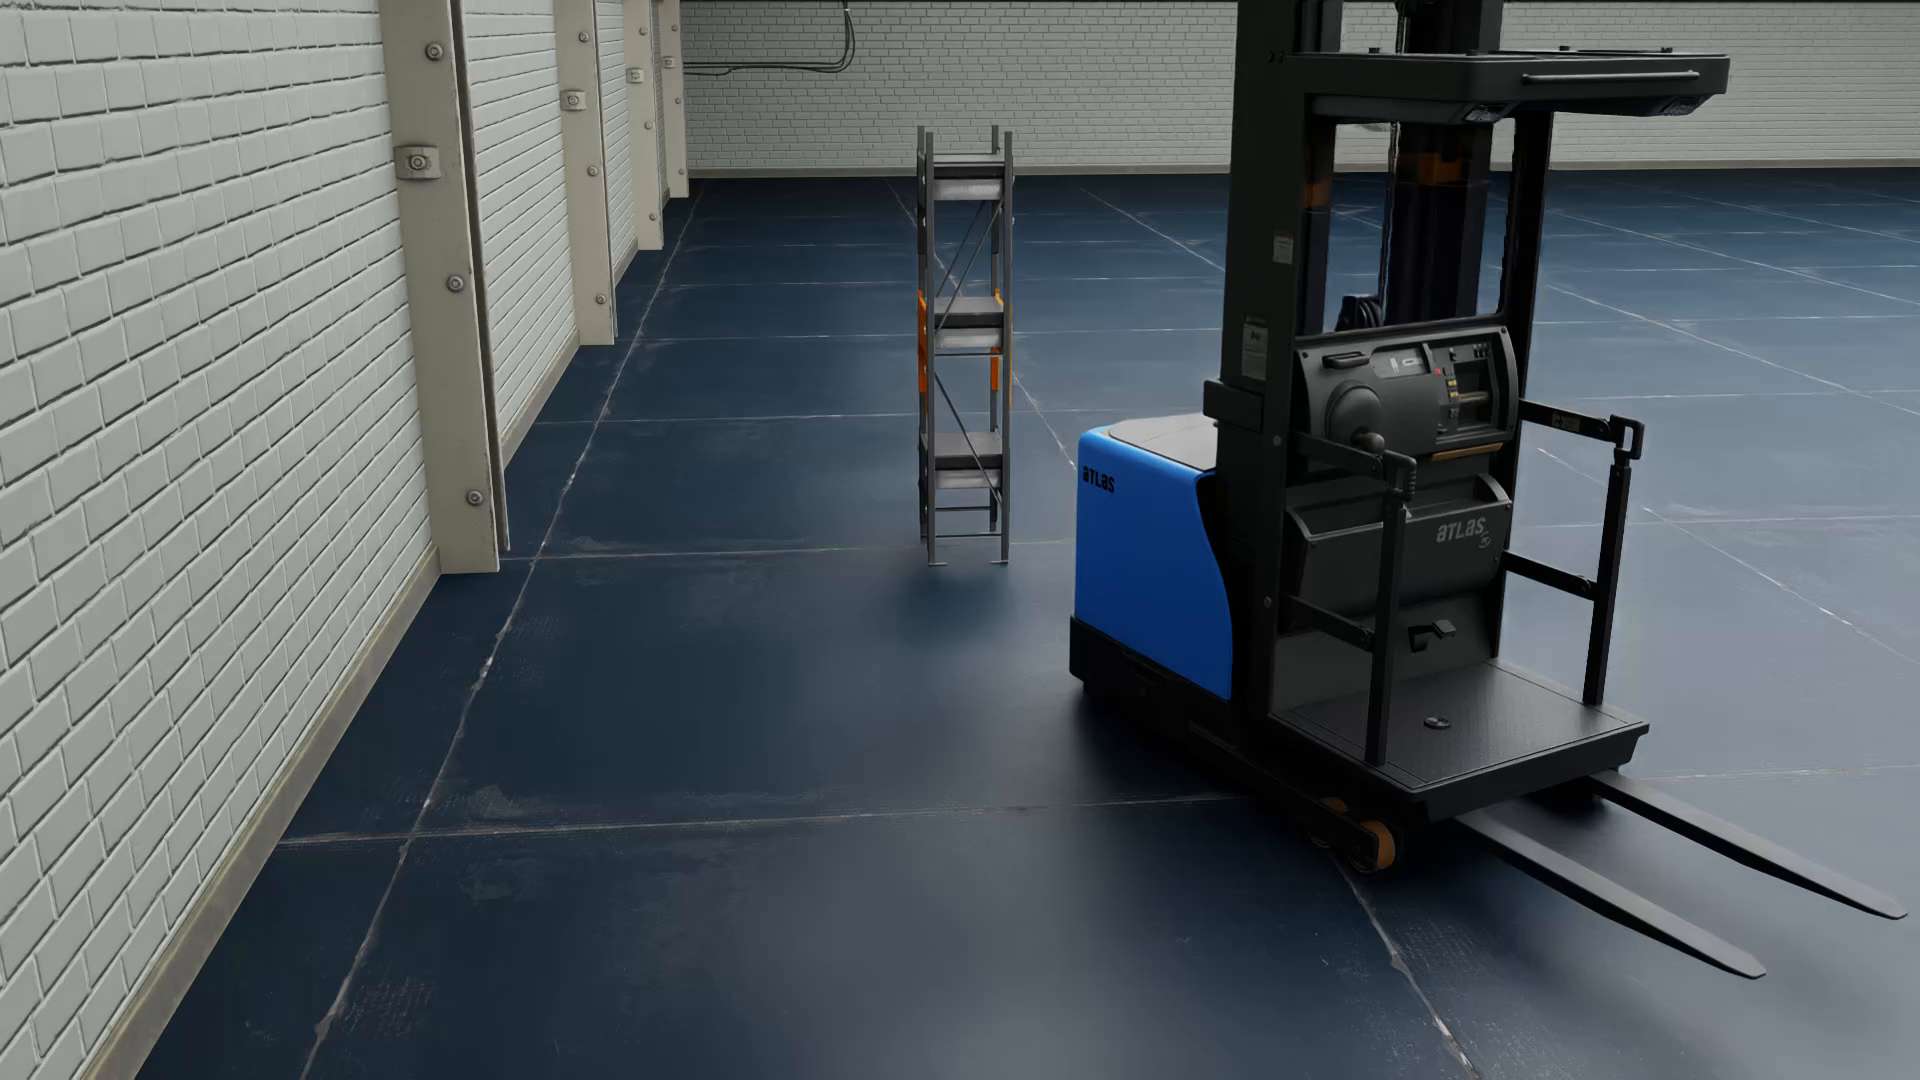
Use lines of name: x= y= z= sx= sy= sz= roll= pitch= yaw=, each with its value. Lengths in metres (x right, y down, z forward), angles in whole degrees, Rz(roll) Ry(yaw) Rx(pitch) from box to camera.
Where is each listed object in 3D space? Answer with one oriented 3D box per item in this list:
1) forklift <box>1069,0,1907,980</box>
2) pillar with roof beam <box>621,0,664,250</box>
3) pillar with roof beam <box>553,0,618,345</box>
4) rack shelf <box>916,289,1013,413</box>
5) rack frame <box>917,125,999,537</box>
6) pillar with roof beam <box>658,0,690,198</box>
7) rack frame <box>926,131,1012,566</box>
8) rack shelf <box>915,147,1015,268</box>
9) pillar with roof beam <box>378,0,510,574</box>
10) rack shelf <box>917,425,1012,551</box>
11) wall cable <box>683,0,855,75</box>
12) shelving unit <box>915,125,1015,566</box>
forklift: x=1.605 y=-0.493 z=5.354 sx=1.130 sy=2.935 sz=3.031 roll=-10 pitch=20 yaw=-28
pillar with roof beam: x=0.598 y=-7.899 z=18.813 sx=9.100 sy=9.000 sz=0.400 roll=-2 pitch=18 yaw=-6
pillar with roof beam: x=1.217 y=-6.111 z=13.119 sx=9.100 sy=9.000 sz=0.400 roll=-2 pitch=18 yaw=-6
rack shelf: x=0.017 y=-0.939 z=8.210 sx=0.431 sy=0.518 sz=0.480 roll=-2 pitch=18 yaw=-6
rack frame: x=-0.008 y=-1.025 z=8.437 sx=0.400 sy=2.100 sz=0.015 roll=-2 pitch=18 yaw=-6
pillar with roof beam: x=-0.021 y=-9.686 z=24.507 sx=9.100 sy=9.000 sz=0.400 roll=-2 pitch=18 yaw=-6
rack frame: x=0.042 y=-0.880 z=7.974 sx=0.400 sy=2.100 sz=0.015 roll=-2 pitch=18 yaw=-6
rack shelf: x=0.017 y=-1.607 z=8.000 sx=0.431 sy=0.518 sz=0.480 roll=-2 pitch=18 yaw=-6
pillar with roof beam: x=1.835 y=-4.323 z=7.425 sx=9.100 sy=9.000 sz=0.400 roll=-2 pitch=18 yaw=-6
rack shelf: x=0.017 y=-0.272 z=8.419 sx=0.431 sy=0.518 sz=0.480 roll=-2 pitch=18 yaw=-6
wall cable: x=-3.292 y=-8.990 z=27.474 sx=3.097 sy=2.526 sz=0.112 roll=-2 pitch=18 yaw=-6
shelving unit: x=0.017 y=-0.952 z=8.205 sx=0.431 sy=2.100 sz=0.503 roll=-2 pitch=18 yaw=-6
